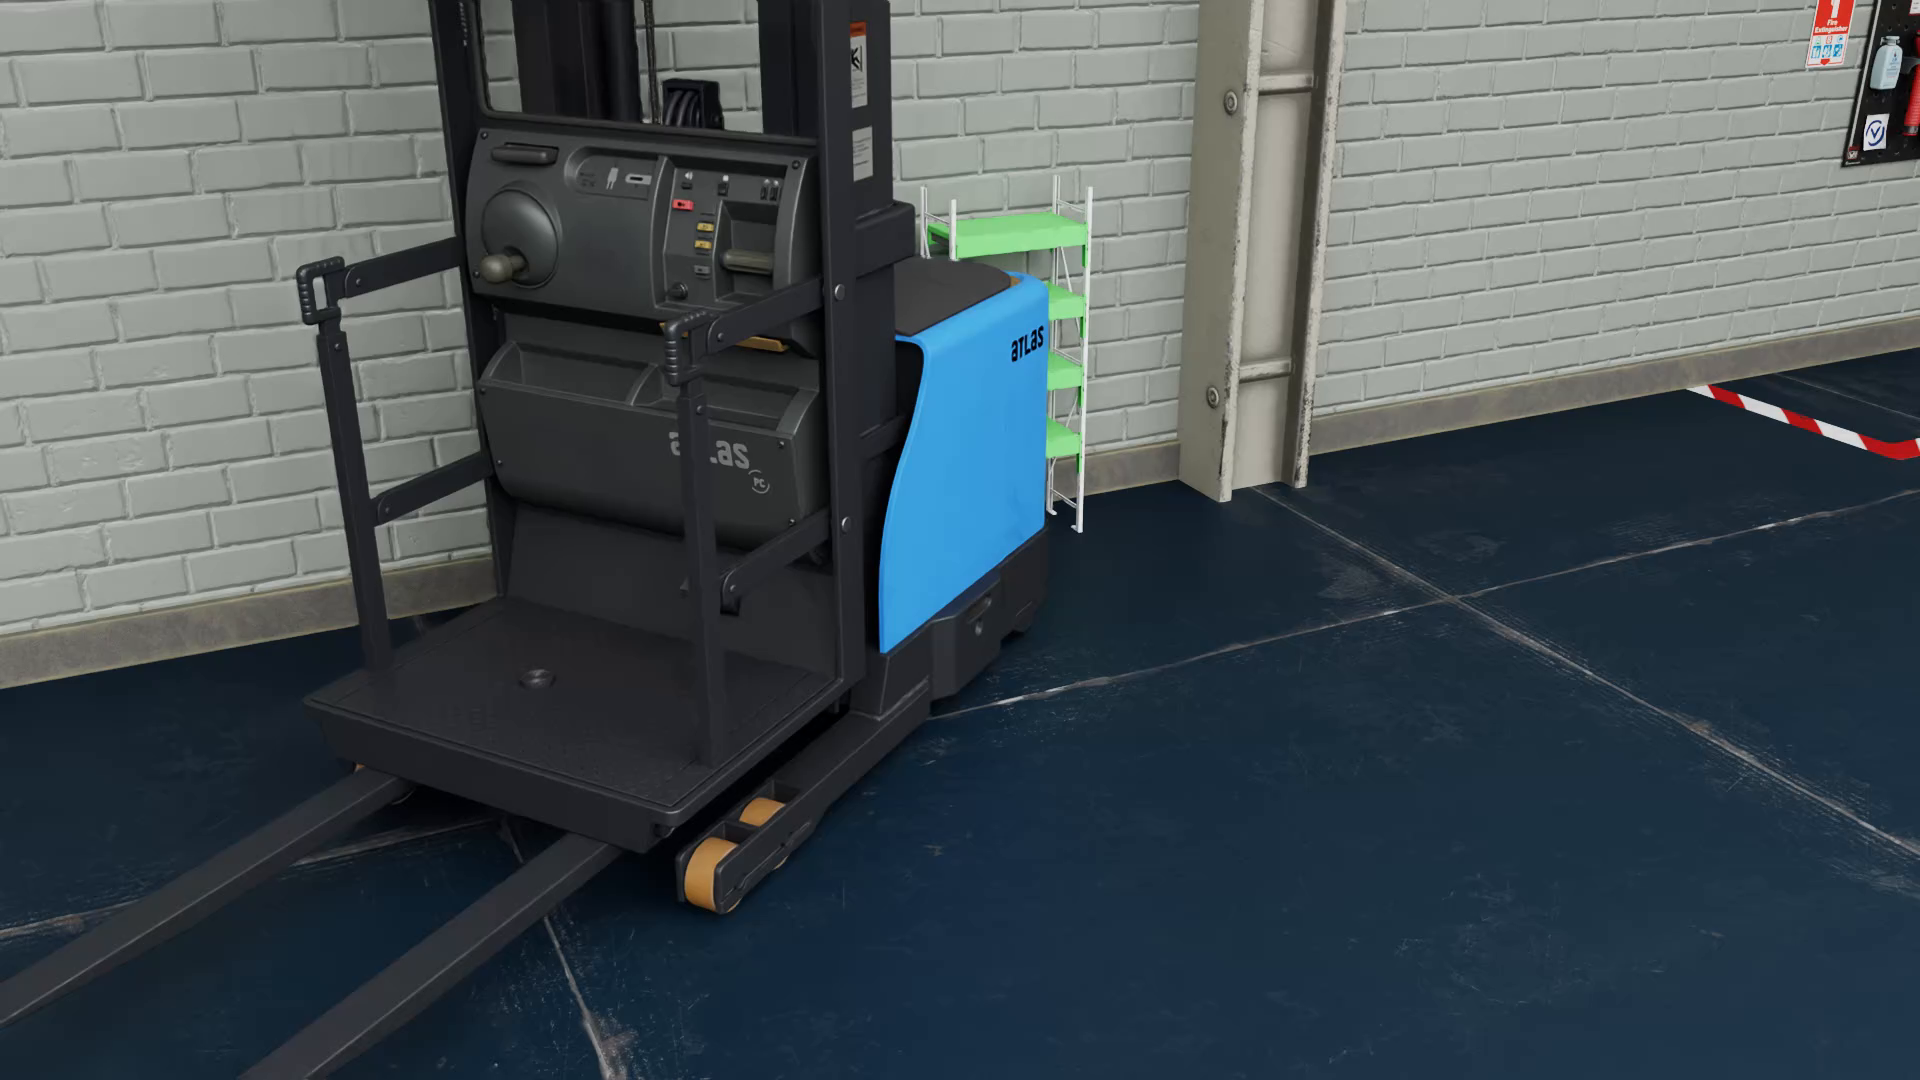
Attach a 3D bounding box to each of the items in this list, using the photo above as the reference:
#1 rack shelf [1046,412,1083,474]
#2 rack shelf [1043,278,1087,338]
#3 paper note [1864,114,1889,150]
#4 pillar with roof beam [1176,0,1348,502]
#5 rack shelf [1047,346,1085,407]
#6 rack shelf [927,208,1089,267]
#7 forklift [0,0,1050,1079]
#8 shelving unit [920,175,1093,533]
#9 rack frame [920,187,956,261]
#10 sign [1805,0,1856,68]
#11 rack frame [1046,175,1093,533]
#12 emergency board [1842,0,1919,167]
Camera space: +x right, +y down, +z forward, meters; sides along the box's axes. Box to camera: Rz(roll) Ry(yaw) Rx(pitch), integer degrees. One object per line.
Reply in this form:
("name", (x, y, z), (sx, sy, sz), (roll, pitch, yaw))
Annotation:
("rack shelf", (0.149, -0.301, 5.703), (0.480, 0.148, 0.258), (-10, 25, -24))
("rack shelf", (0.149, -0.745, 5.519), (0.480, 0.148, 0.258), (-10, 25, -24))
("paper note", (4.033, -1.795, 7.316), (0.142, 0.148, 0.016), (-10, 25, -24))
("pillar with roof beam", (2.926, -2.897, 0.984), (0.400, 9.000, 9.100), (-10, 25, -24))
("rack shelf", (0.149, -0.523, 5.611), (0.480, 0.148, 0.258), (-10, 25, -24))
("rack shelf", (0.149, -0.966, 5.428), (0.480, 0.148, 0.258), (-10, 25, -24))
("forklift", (-0.853, -0.712, 3.639), (1.130, 2.935, 3.031), (11, 25, 25))
("shelving unit", (0.149, -0.582, 5.587), (0.503, 1.200, 0.258), (-10, 25, -24))
("rack frame", (-0.071, -0.541, 5.489), (0.015, 1.200, 0.240), (-10, 25, -24))
("sign", (3.680, -2.168, 7.018), (0.234, 0.329, 0.001), (-10, 25, -24))
("rack frame", (0.369, -0.622, 5.685), (0.015, 1.200, 0.240), (-10, 25, -24))
("emergency board", (4.222, -2.207, 7.161), (0.643, 1.169, 0.194), (-10, 25, -24))
